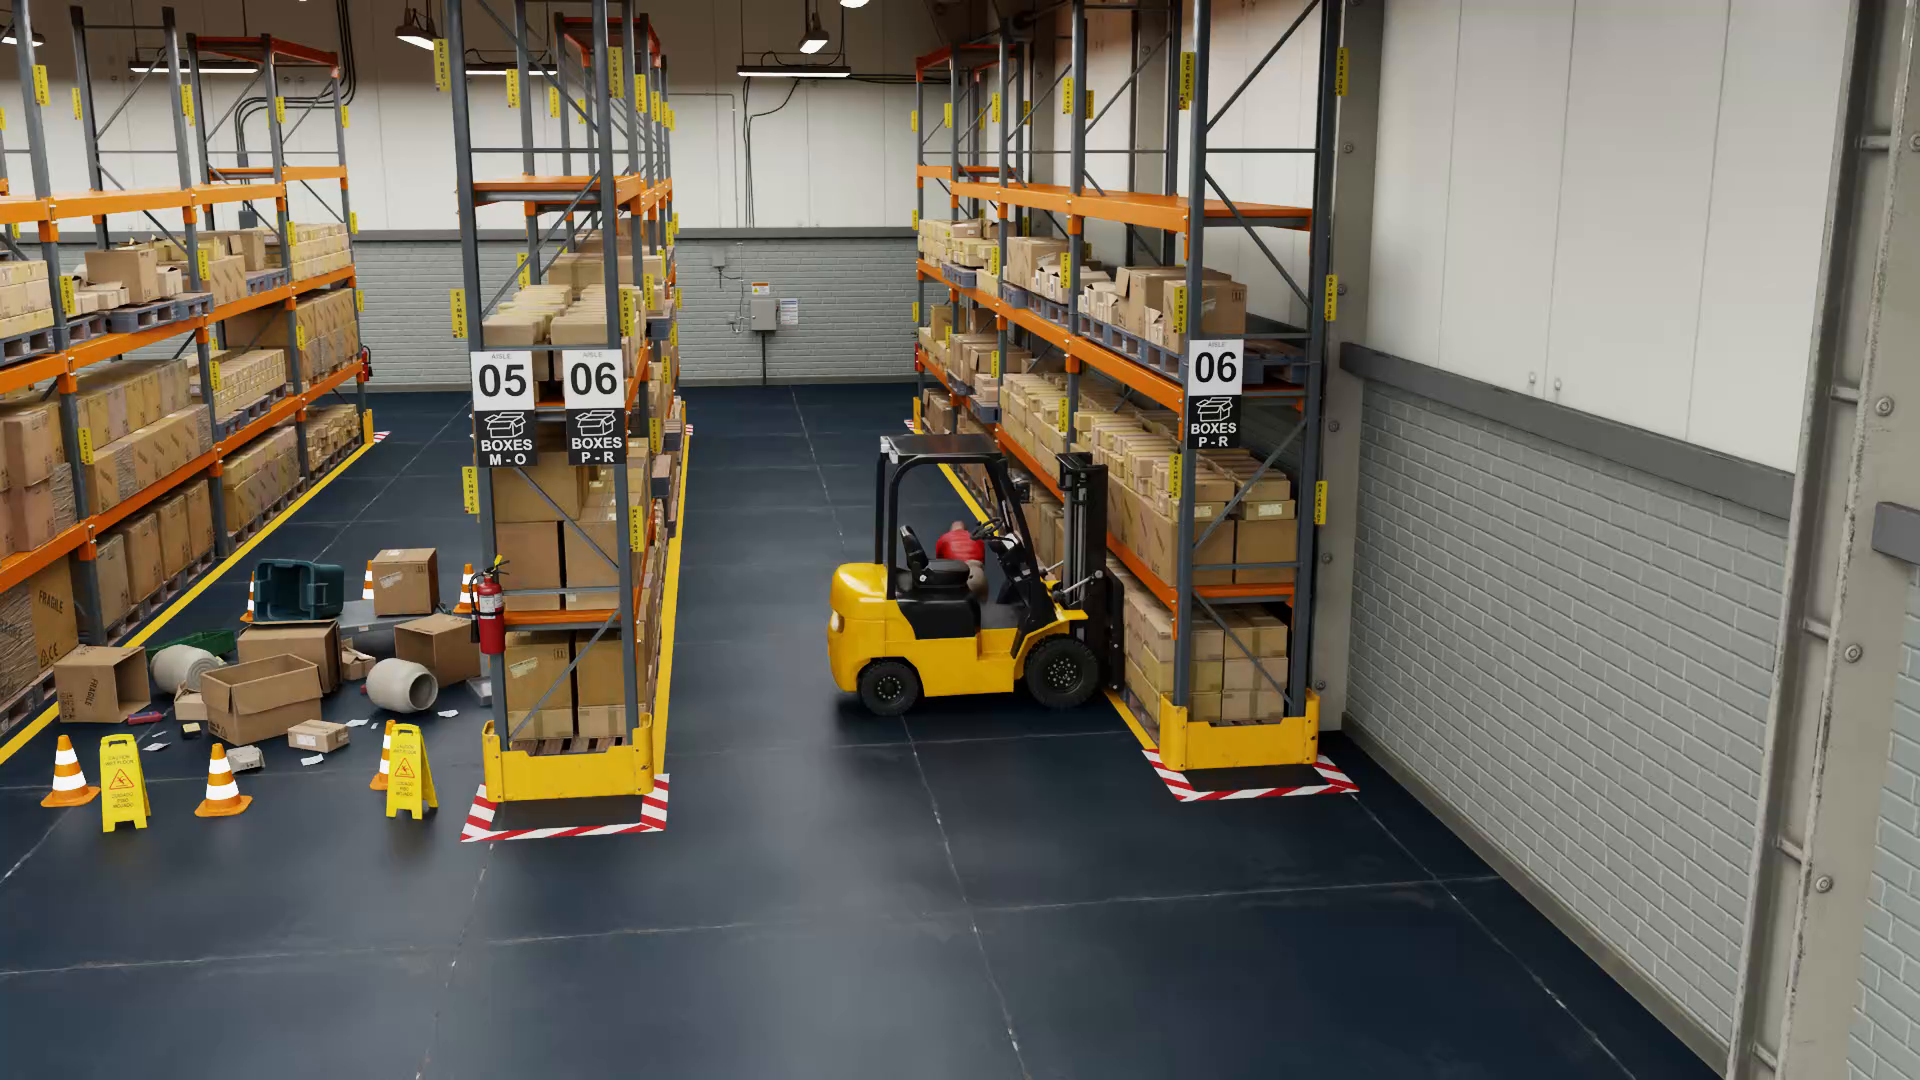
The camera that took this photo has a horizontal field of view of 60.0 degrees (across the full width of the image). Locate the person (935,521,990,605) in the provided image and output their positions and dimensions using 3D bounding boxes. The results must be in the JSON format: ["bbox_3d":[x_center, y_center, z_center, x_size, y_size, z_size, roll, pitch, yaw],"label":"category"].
[{"bbox_3d":[0.018,0.376,16.077,0.539,0.978,0.913,0,13,0],"label":"person"}]
